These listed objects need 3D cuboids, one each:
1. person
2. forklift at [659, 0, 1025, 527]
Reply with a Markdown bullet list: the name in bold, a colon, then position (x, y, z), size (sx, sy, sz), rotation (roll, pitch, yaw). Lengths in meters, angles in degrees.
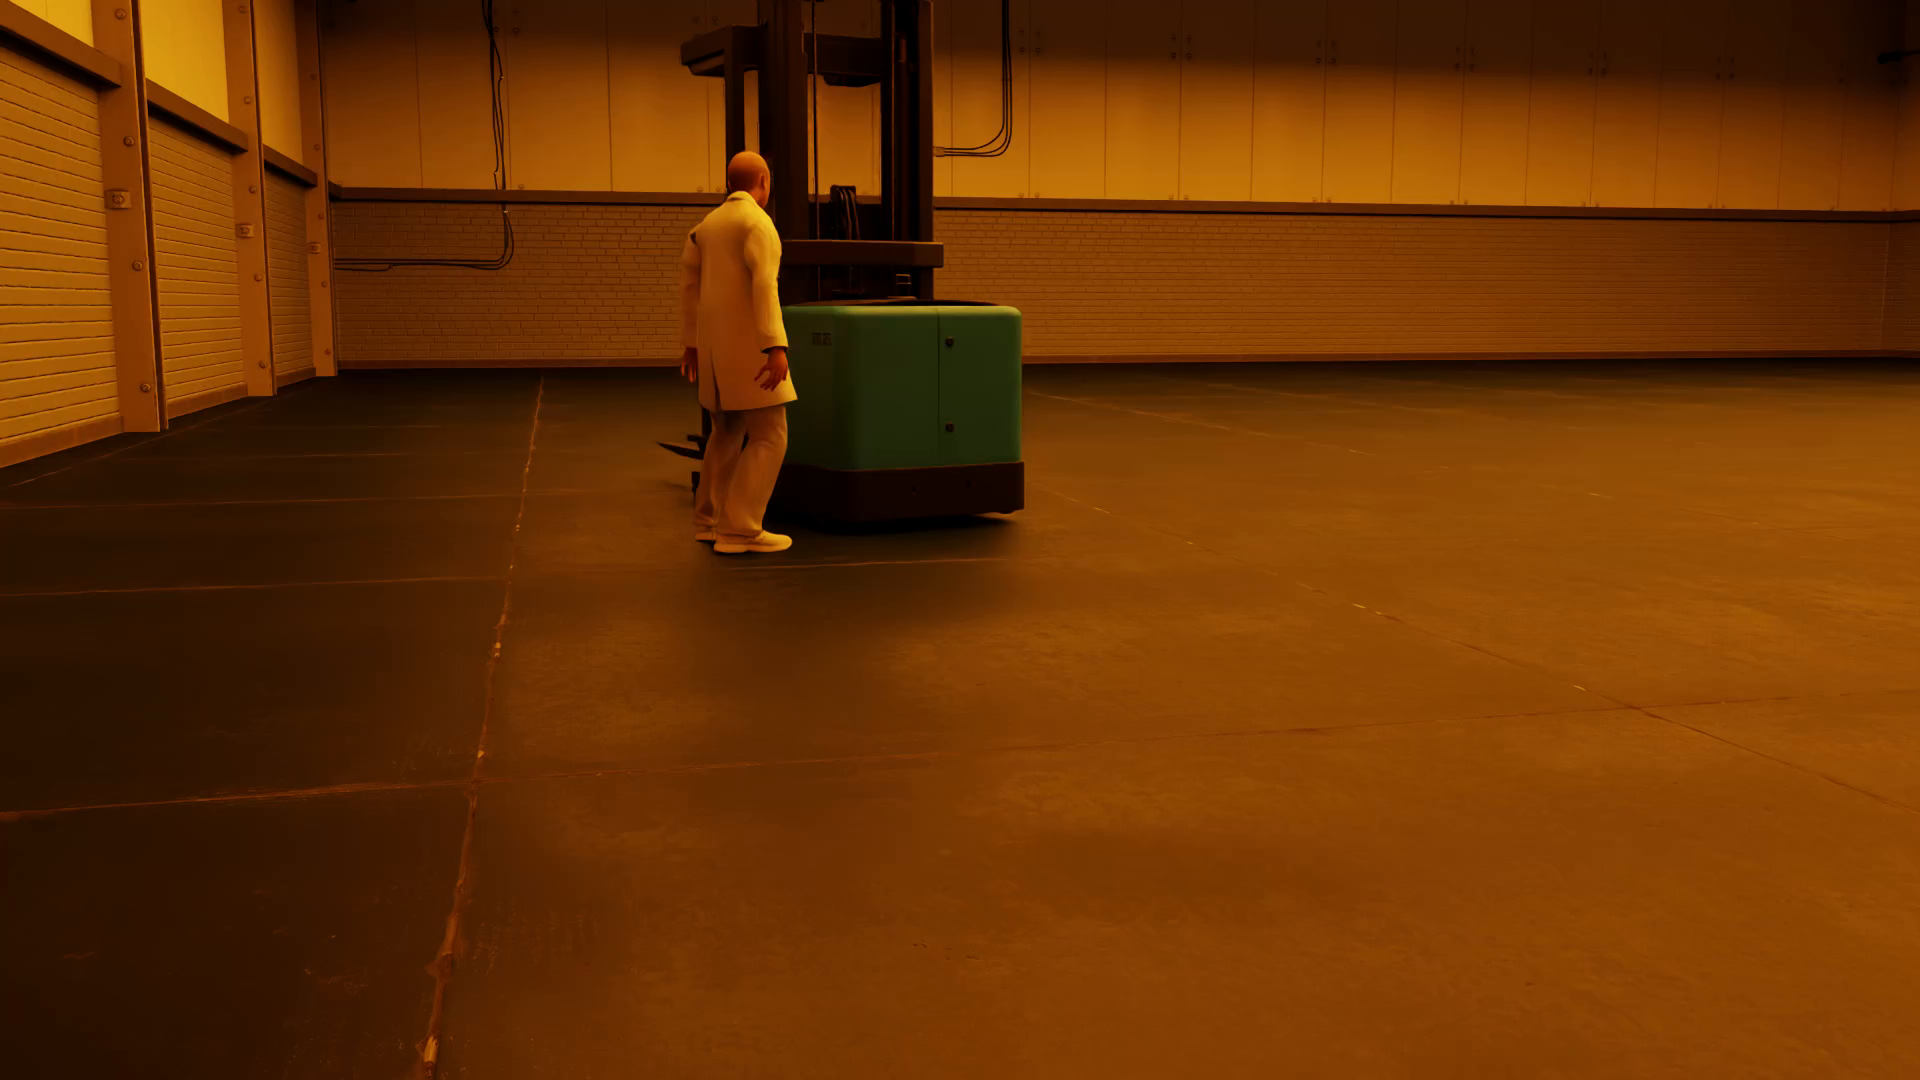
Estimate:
- **person**: position (-0.985, -0.828, 7.350), size (0.427, 1.750, 0.899), rotation (-7, 11, -41)
- **forklift**: position (-0.847, -1.679, 9.127), size (1.130, 2.935, 3.031), rotation (-5, 9, -29)
